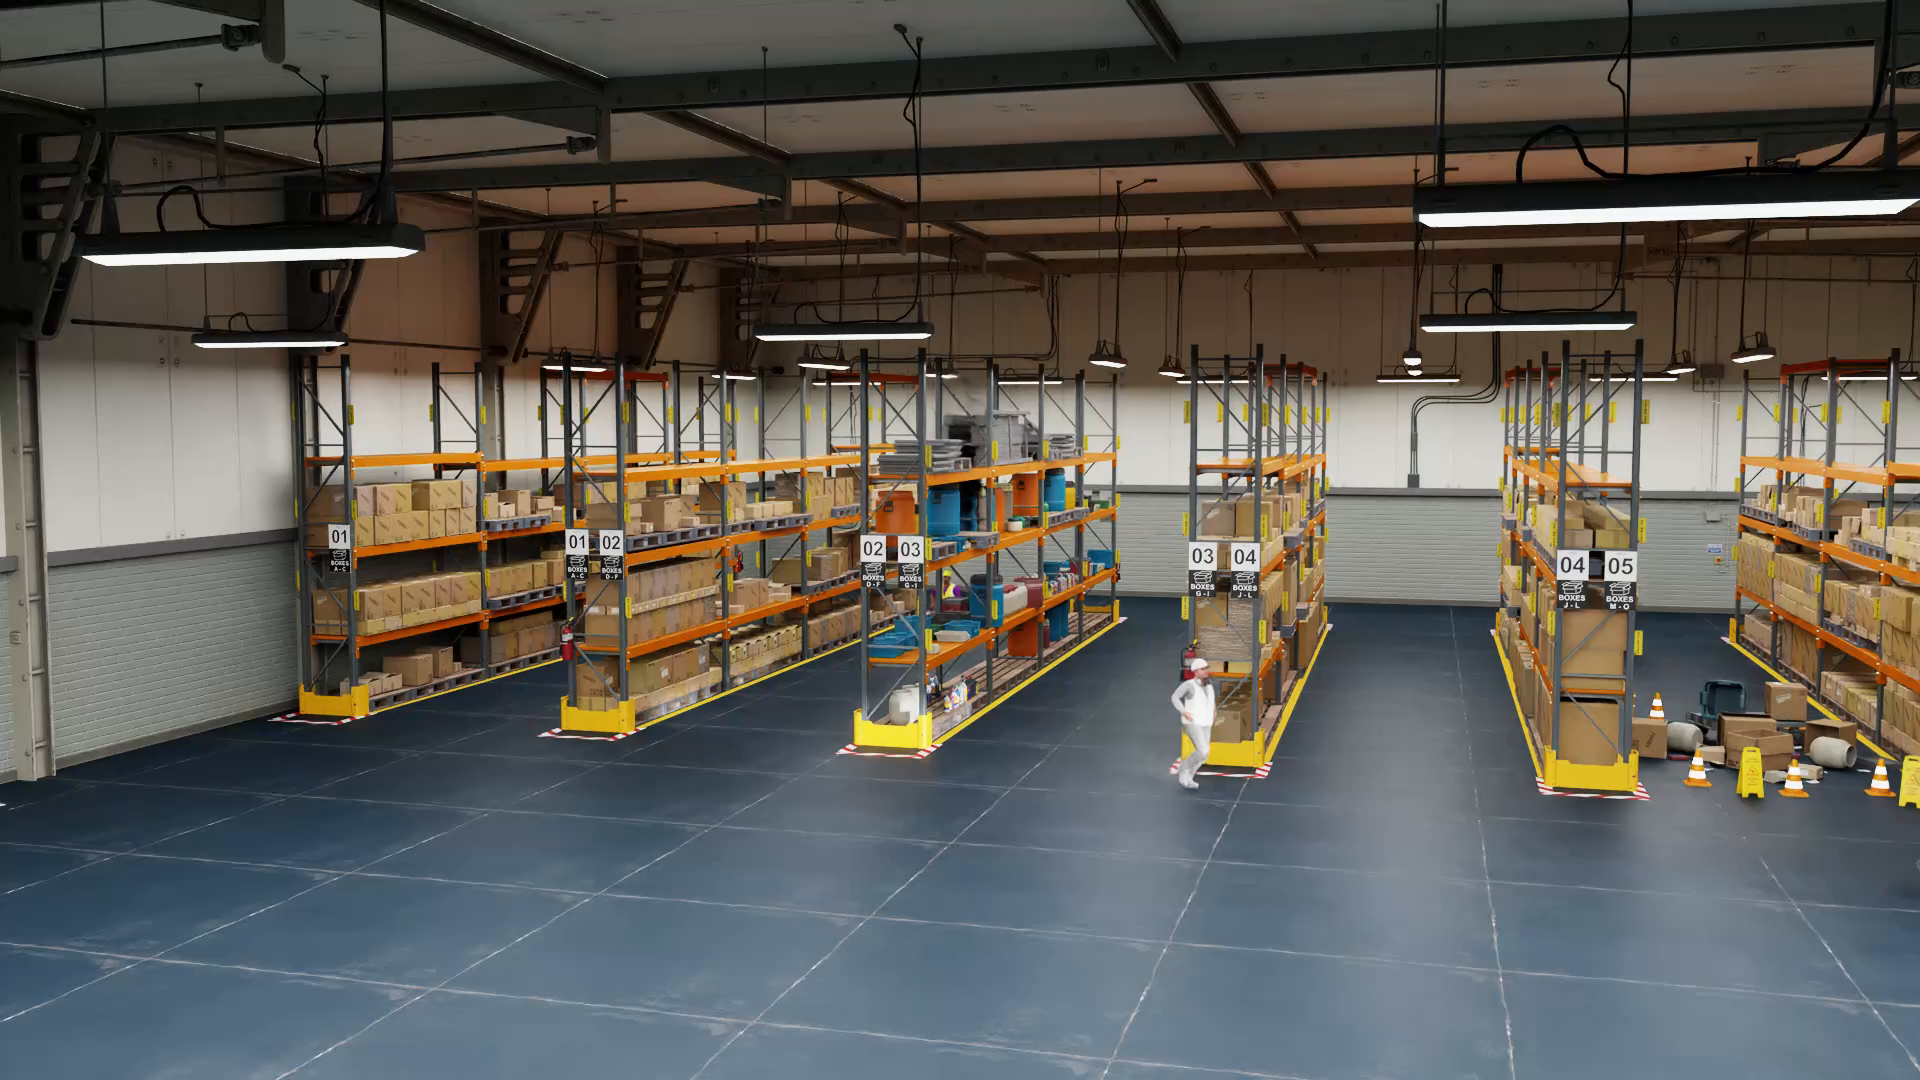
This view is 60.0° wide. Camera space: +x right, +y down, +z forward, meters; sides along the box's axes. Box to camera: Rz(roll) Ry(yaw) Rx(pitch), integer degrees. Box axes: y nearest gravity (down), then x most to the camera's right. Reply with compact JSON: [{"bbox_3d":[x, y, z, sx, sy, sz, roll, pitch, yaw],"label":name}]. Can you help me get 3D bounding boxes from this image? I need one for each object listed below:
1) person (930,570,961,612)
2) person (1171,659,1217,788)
[{"bbox_3d":[-0.303,1.536,34.490,0.666,1.828,0.766,0,4,4],"label":"person"},{"bbox_3d":[3.214,2.460,22.299,0.693,1.731,0.541,-3,5,-37],"label":"person"}]
